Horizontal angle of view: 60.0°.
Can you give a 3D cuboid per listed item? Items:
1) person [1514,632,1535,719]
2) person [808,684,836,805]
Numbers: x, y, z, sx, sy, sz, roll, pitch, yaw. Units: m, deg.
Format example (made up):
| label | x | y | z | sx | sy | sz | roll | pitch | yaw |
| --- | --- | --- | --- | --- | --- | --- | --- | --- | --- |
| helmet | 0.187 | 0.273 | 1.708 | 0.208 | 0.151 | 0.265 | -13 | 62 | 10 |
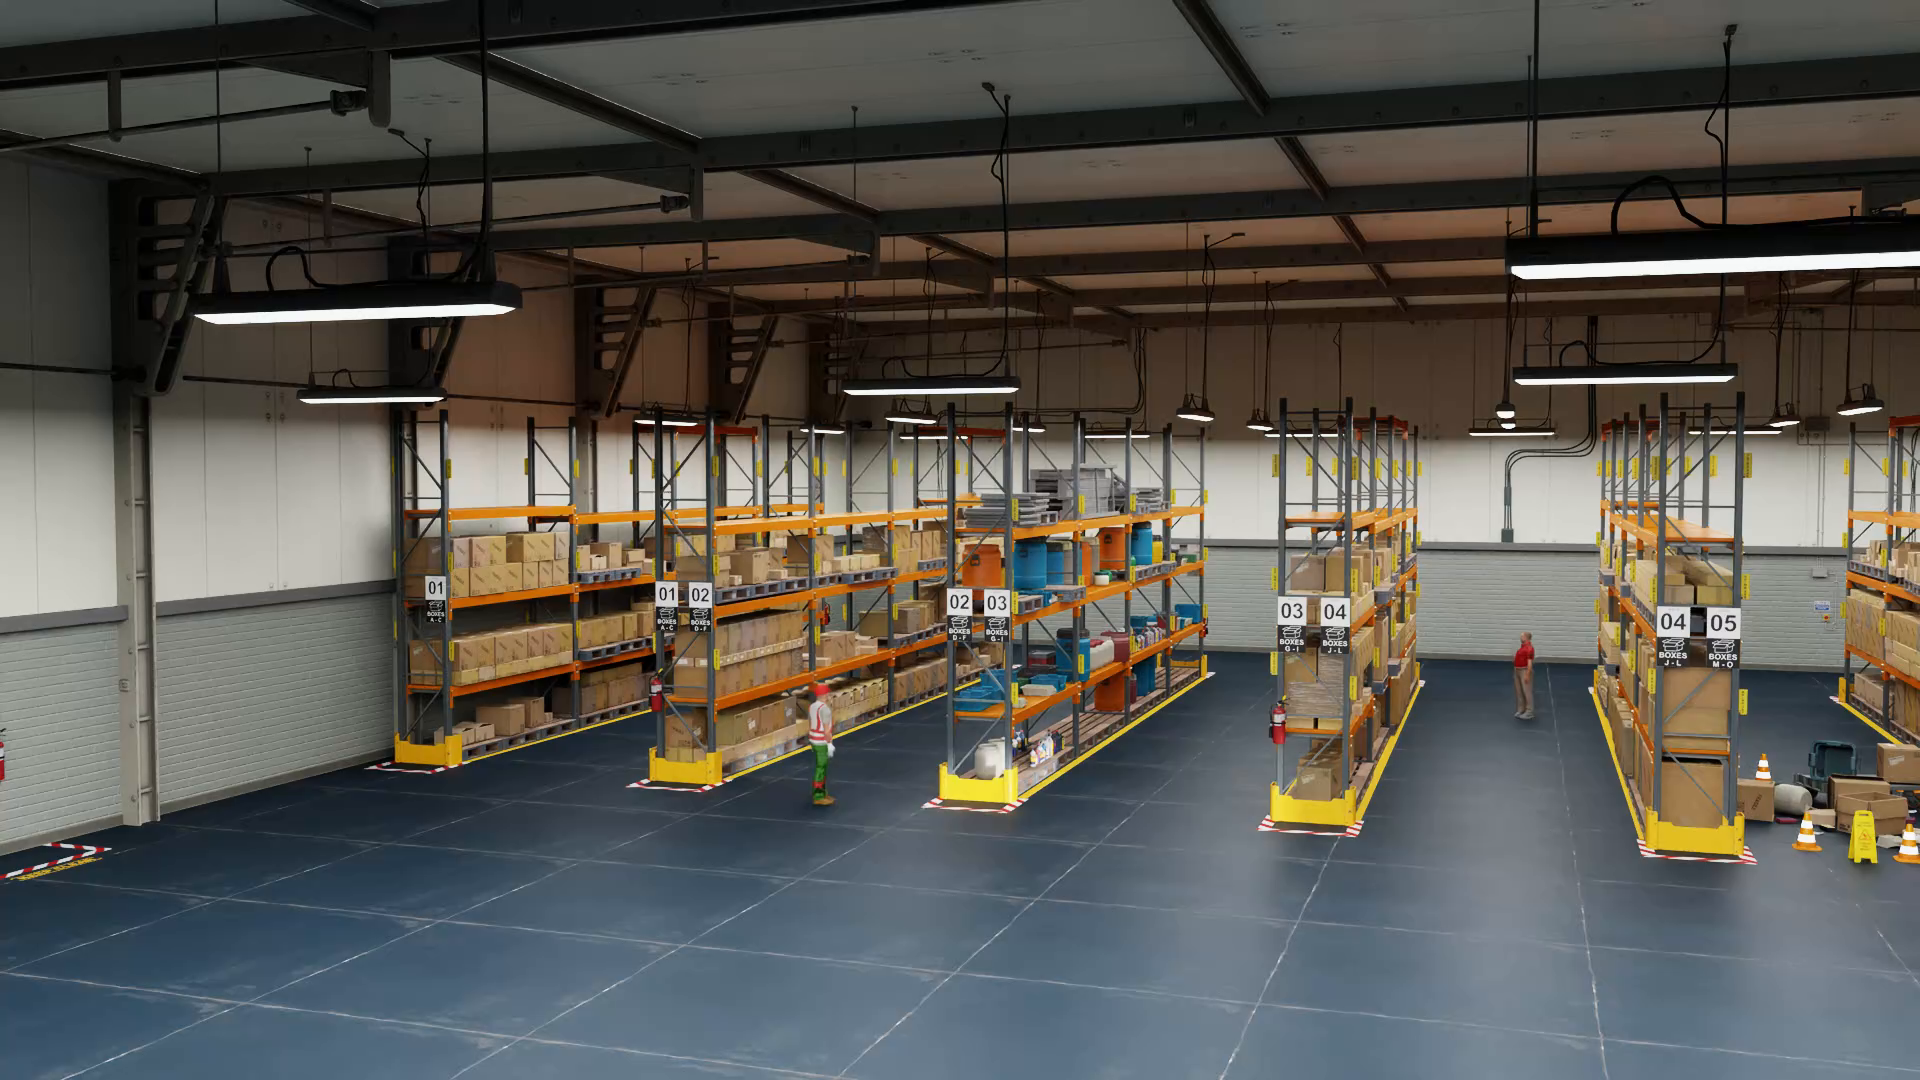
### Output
| label | x | y | z | sx | sy | sz | roll | pitch | yaw |
| --- | --- | --- | --- | --- | --- | --- | --- | --- | --- |
| person | 11.367 | 2.707 | 33.482 | 0.413 | 1.732 | 0.540 | -1 | 3 | -15 |
| person | -2.010 | 3.053 | 24.861 | 0.467 | 1.812 | 0.639 | -1 | 3 | -22 |
